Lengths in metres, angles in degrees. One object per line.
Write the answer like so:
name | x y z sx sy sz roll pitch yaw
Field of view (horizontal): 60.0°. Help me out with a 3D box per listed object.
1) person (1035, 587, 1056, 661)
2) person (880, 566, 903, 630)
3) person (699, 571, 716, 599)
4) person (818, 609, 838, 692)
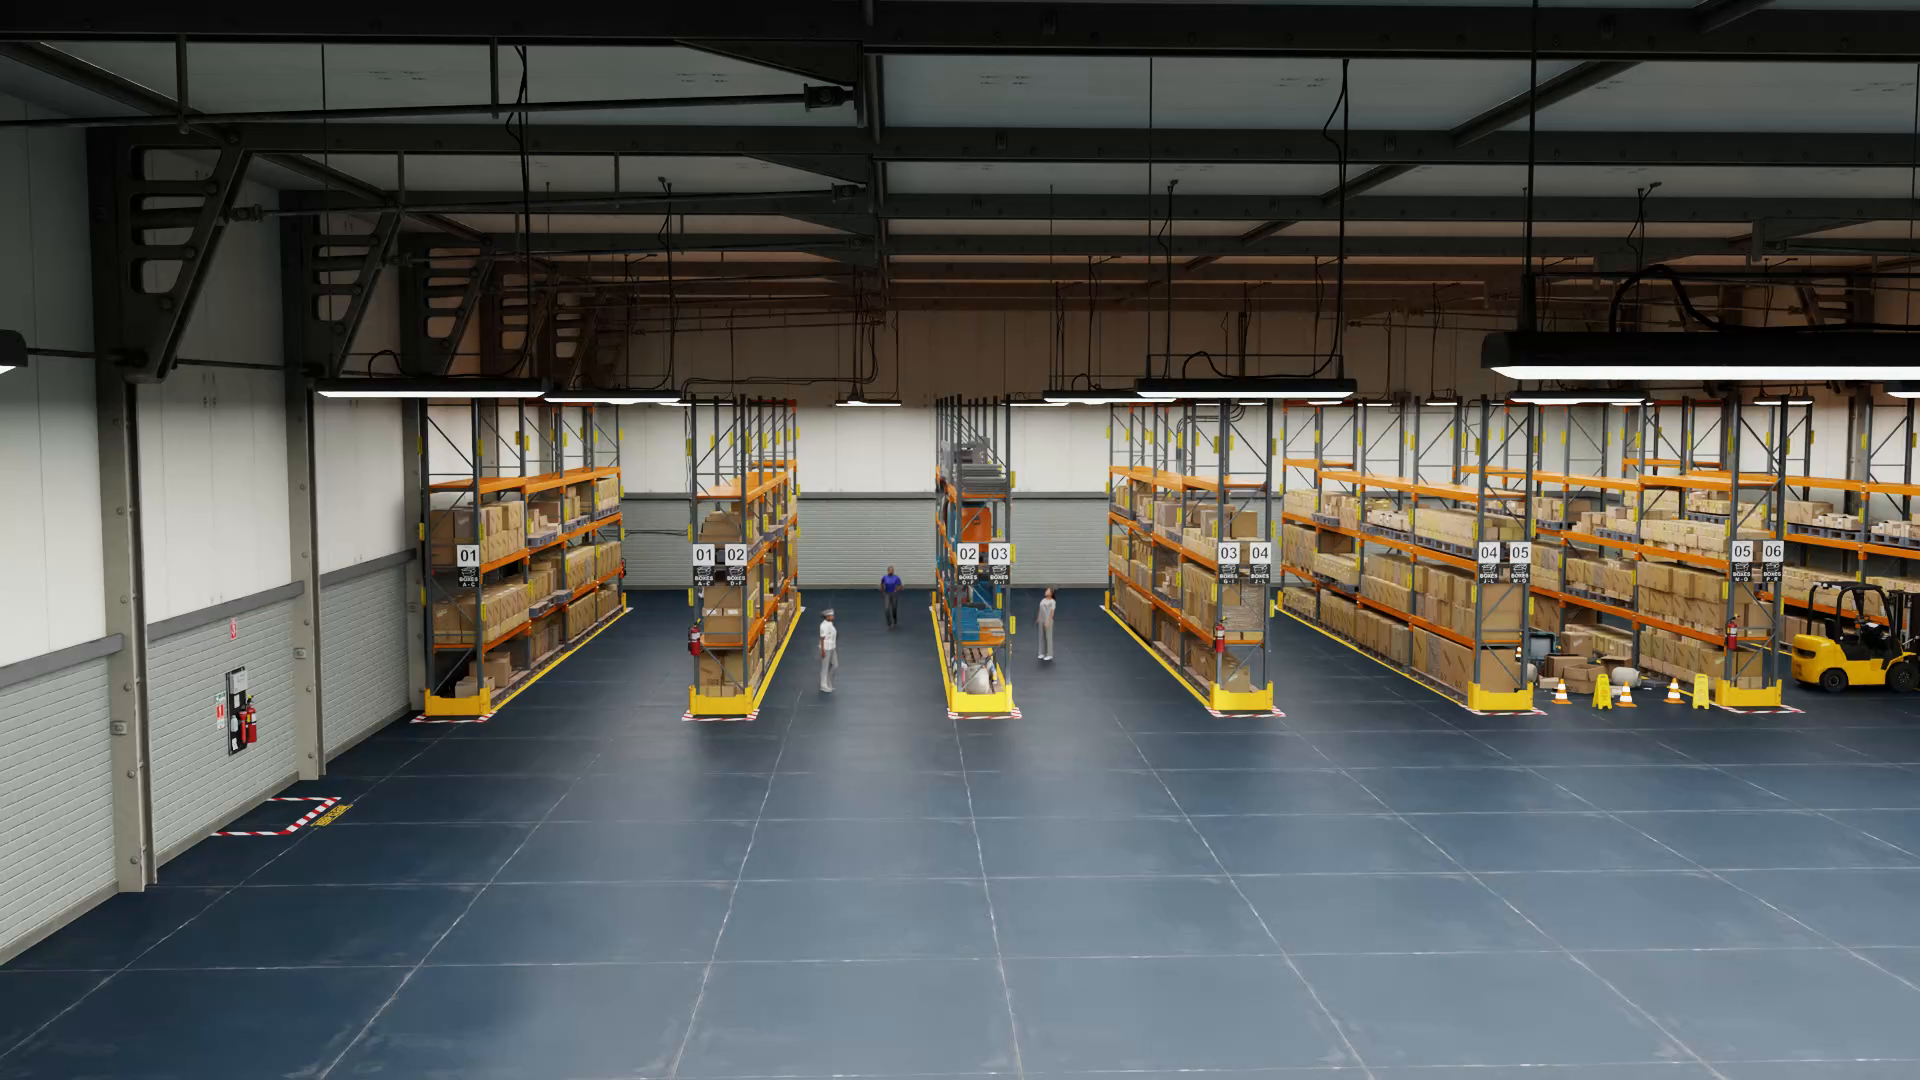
person | 1.960 1.907 38.016 0.508 1.670 0.433 4 6 40
person | -1.798 1.516 43.475 0.598 1.670 0.719 0 5 4
person | -7.401 0.912 50.163 0.628 1.723 1.110 2 5 20
person | -2.693 2.251 33.784 0.345 1.722 0.538 1 5 18
